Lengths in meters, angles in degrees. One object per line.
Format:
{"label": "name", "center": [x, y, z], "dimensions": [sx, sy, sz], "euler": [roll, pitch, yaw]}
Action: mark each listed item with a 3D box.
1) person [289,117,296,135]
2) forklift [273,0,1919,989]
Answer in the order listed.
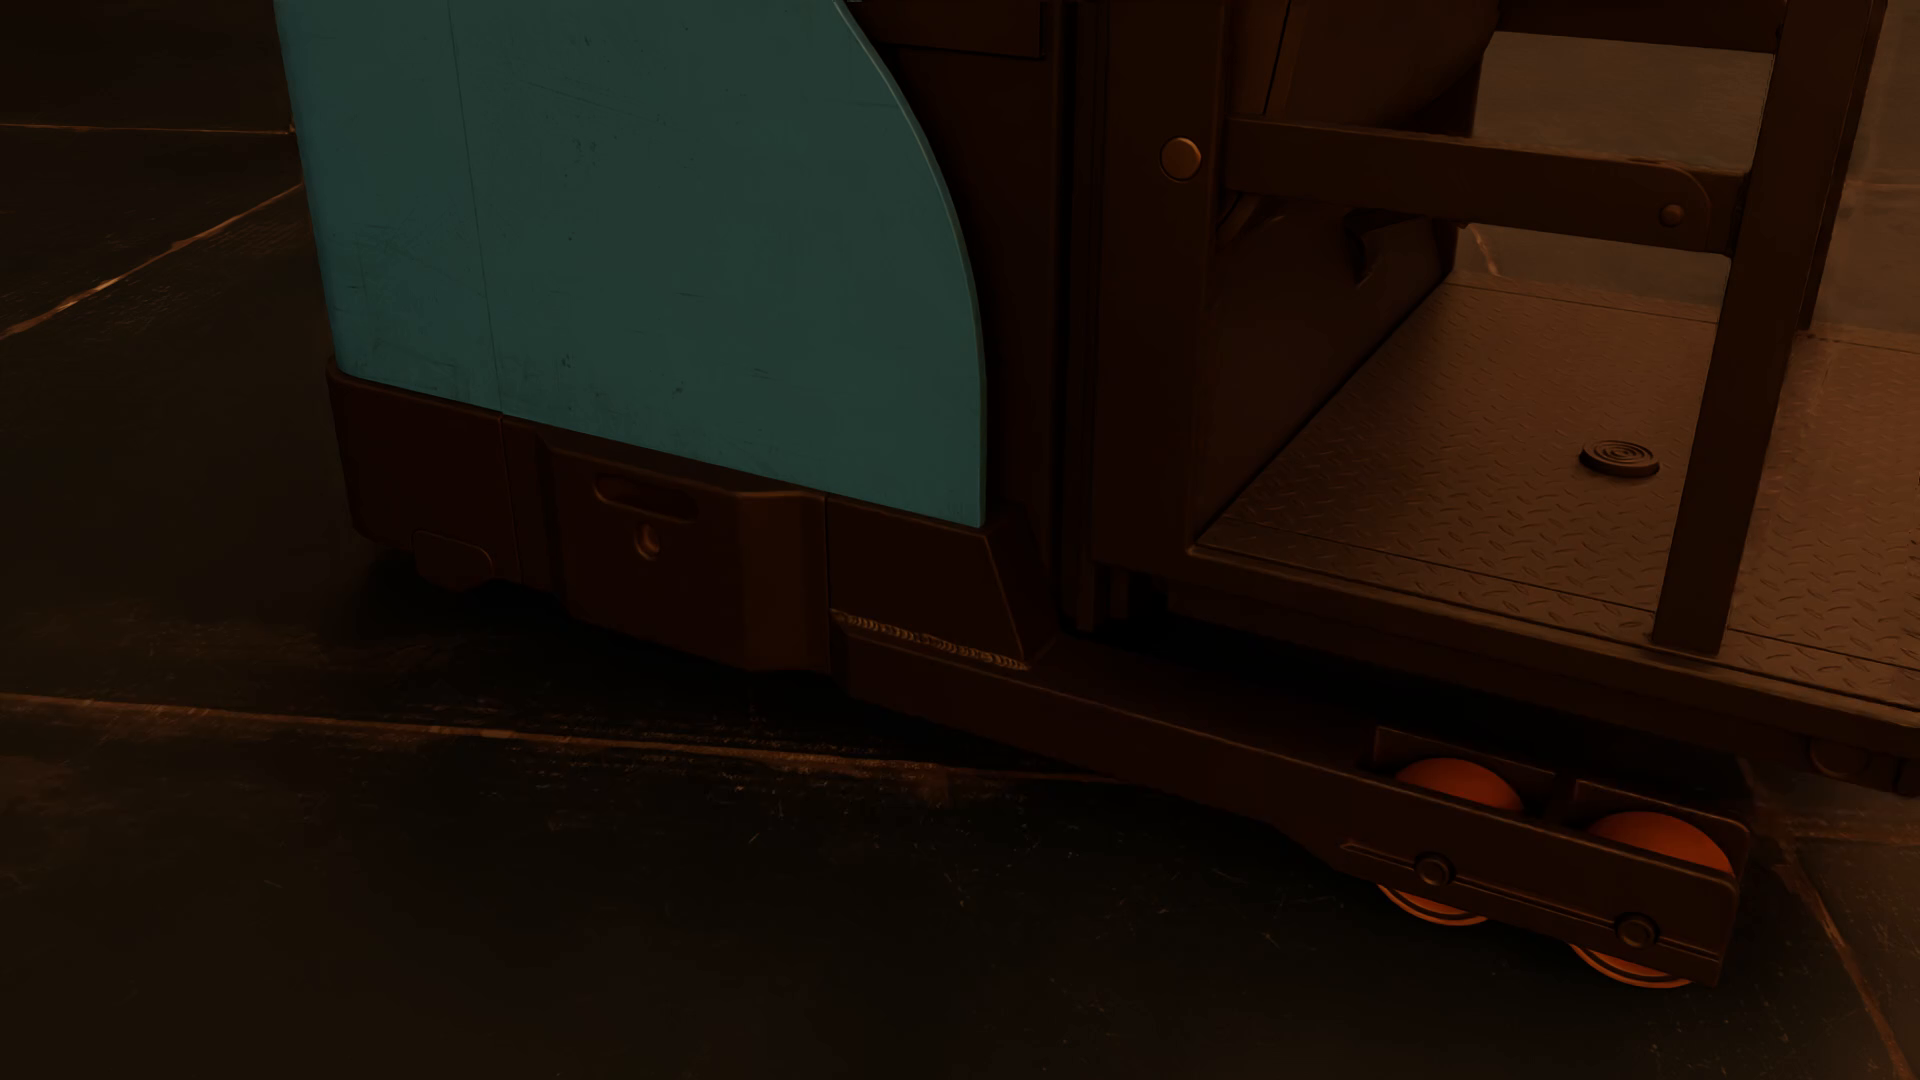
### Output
{"label": "person", "center": [-1.717, -1.948, 4.563], "dimensions": [0.505, 1.669, 0.405], "euler": [-15, 30, -28]}
{"label": "forklift", "center": [0.665, -1.147, 1.516], "dimensions": [3.031, 2.935, 1.130], "euler": [14, 30, 26]}
